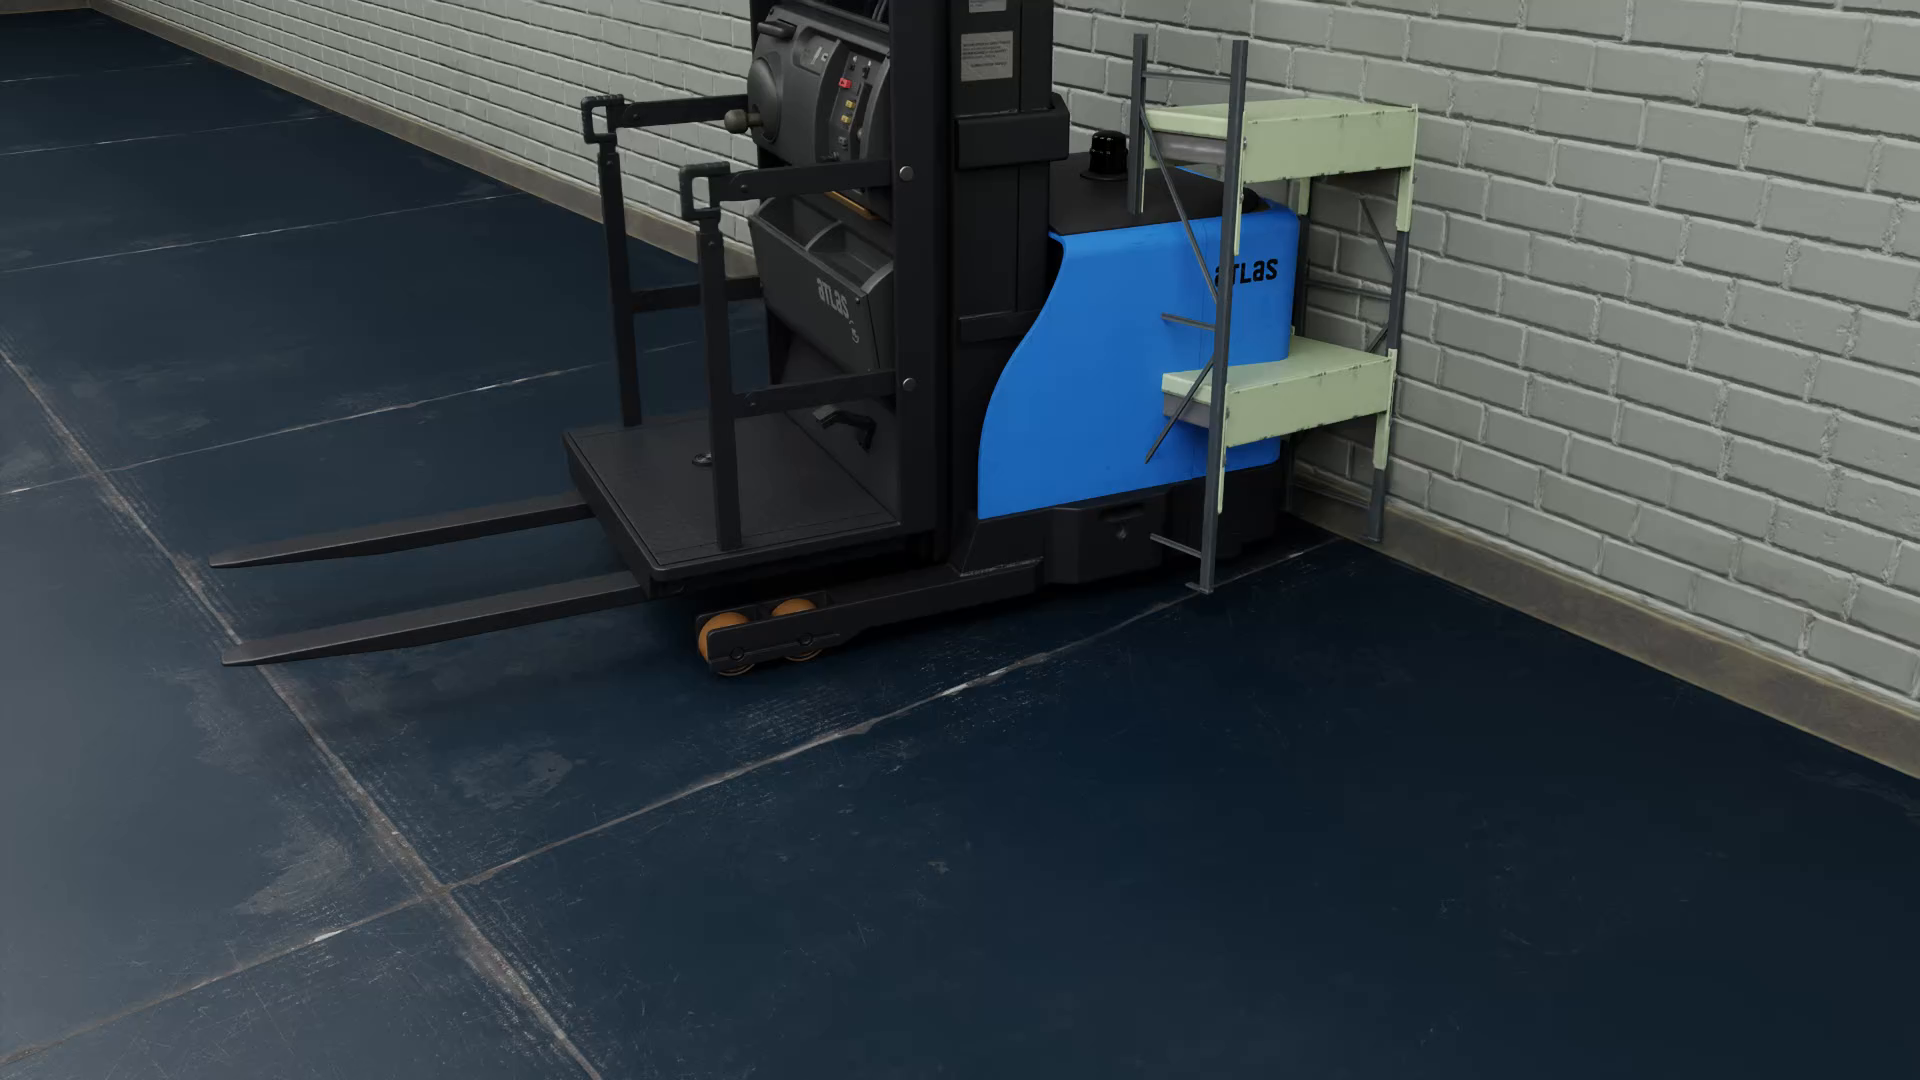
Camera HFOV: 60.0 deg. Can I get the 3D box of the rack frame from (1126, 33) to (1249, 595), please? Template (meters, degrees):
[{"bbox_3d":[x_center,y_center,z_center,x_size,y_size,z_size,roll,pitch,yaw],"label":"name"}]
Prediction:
[{"bbox_3d":[0.592,-0.608,4.593,0.023,1.500,0.400,-14,24,-35],"label":"rack frame"}]

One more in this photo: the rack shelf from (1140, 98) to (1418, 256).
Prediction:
[{"bbox_3d":[0.886,-1.048,4.673,0.720,0.370,0.431,-14,24,-35],"label":"rack shelf"}]

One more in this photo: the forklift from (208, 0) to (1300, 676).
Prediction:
[{"bbox_3d":[-0.571,-1.218,4.393,3.031,2.935,1.130,-11,27,-22],"label":"forklift"}]

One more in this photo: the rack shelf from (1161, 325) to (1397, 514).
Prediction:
[{"bbox_3d":[0.879,-0.373,4.914,0.720,0.370,0.431,-14,24,-35],"label":"rack shelf"}]

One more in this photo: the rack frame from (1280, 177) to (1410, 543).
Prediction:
[{"bbox_3d":[1.172,-0.752,5.015,0.023,1.500,0.400,-14,24,-35],"label":"rack frame"}]

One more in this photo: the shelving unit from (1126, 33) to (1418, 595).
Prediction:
[{"bbox_3d":[0.882,-0.680,4.804,0.755,1.500,0.431,-14,24,-35],"label":"shelving unit"}]
